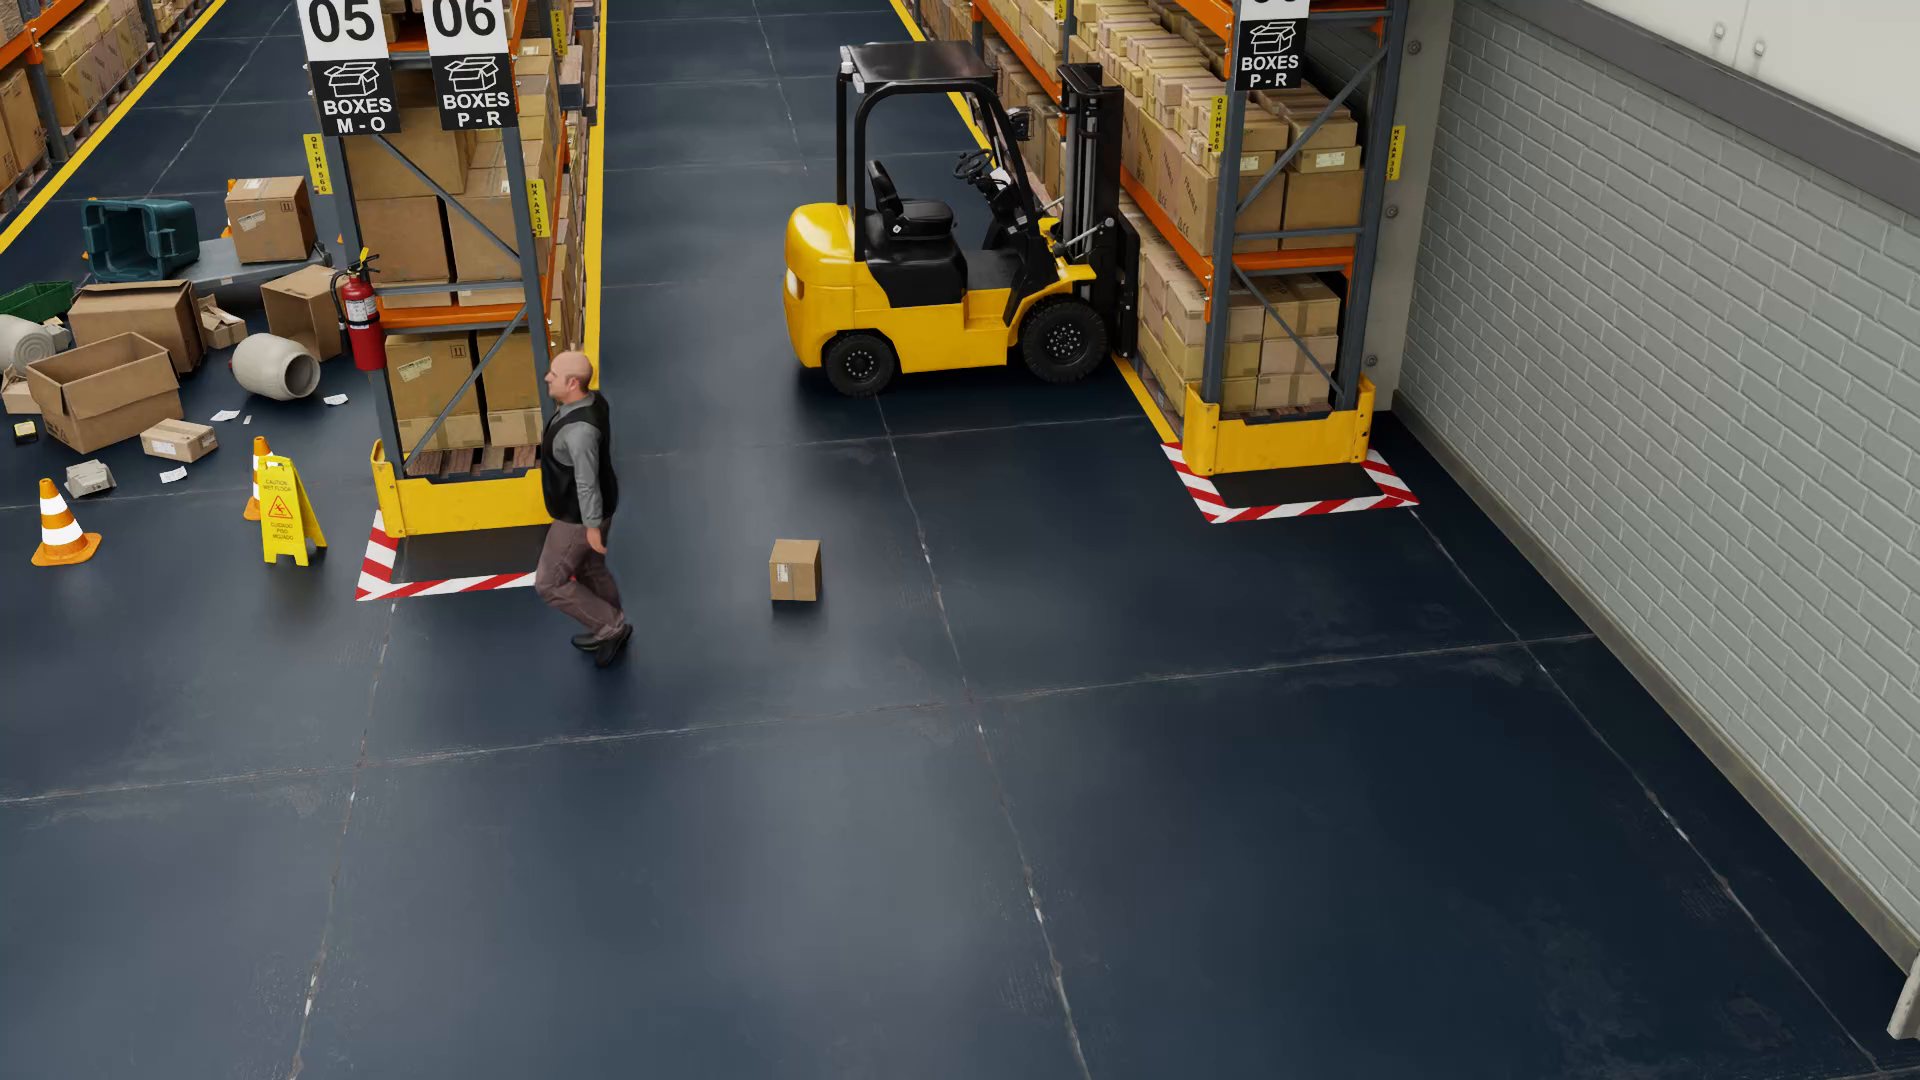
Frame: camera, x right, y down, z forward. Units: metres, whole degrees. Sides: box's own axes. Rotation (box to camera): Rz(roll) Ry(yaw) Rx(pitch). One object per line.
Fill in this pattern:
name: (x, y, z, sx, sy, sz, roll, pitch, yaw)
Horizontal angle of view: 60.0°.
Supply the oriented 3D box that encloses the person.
person: (-1.929, -0.141, 8.364, 0.452, 1.725, 0.546, -2, 31, -4)
